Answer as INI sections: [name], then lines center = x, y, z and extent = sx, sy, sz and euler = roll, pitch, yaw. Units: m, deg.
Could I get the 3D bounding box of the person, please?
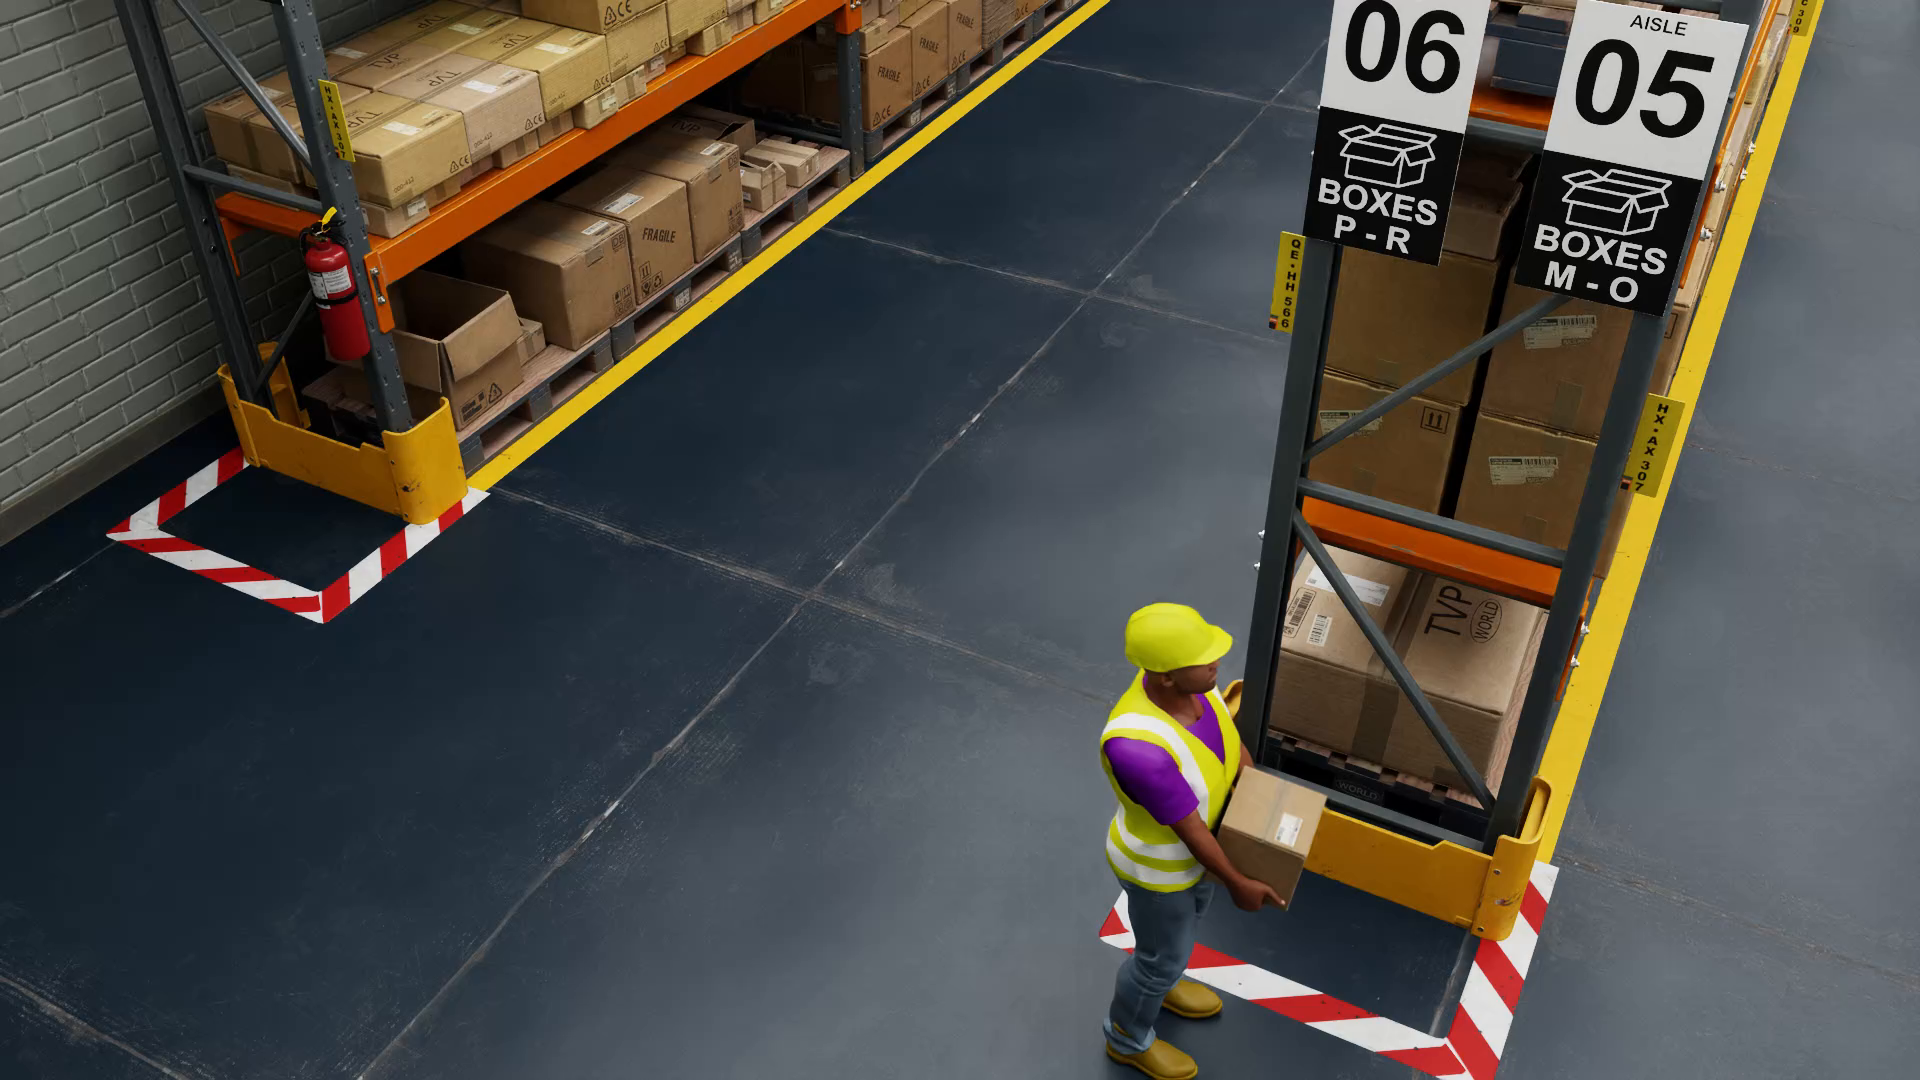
[person]
center = 0.714, 0.924, 4.943
extent = 0.575, 1.761, 0.502
euler = 15, 40, 18
